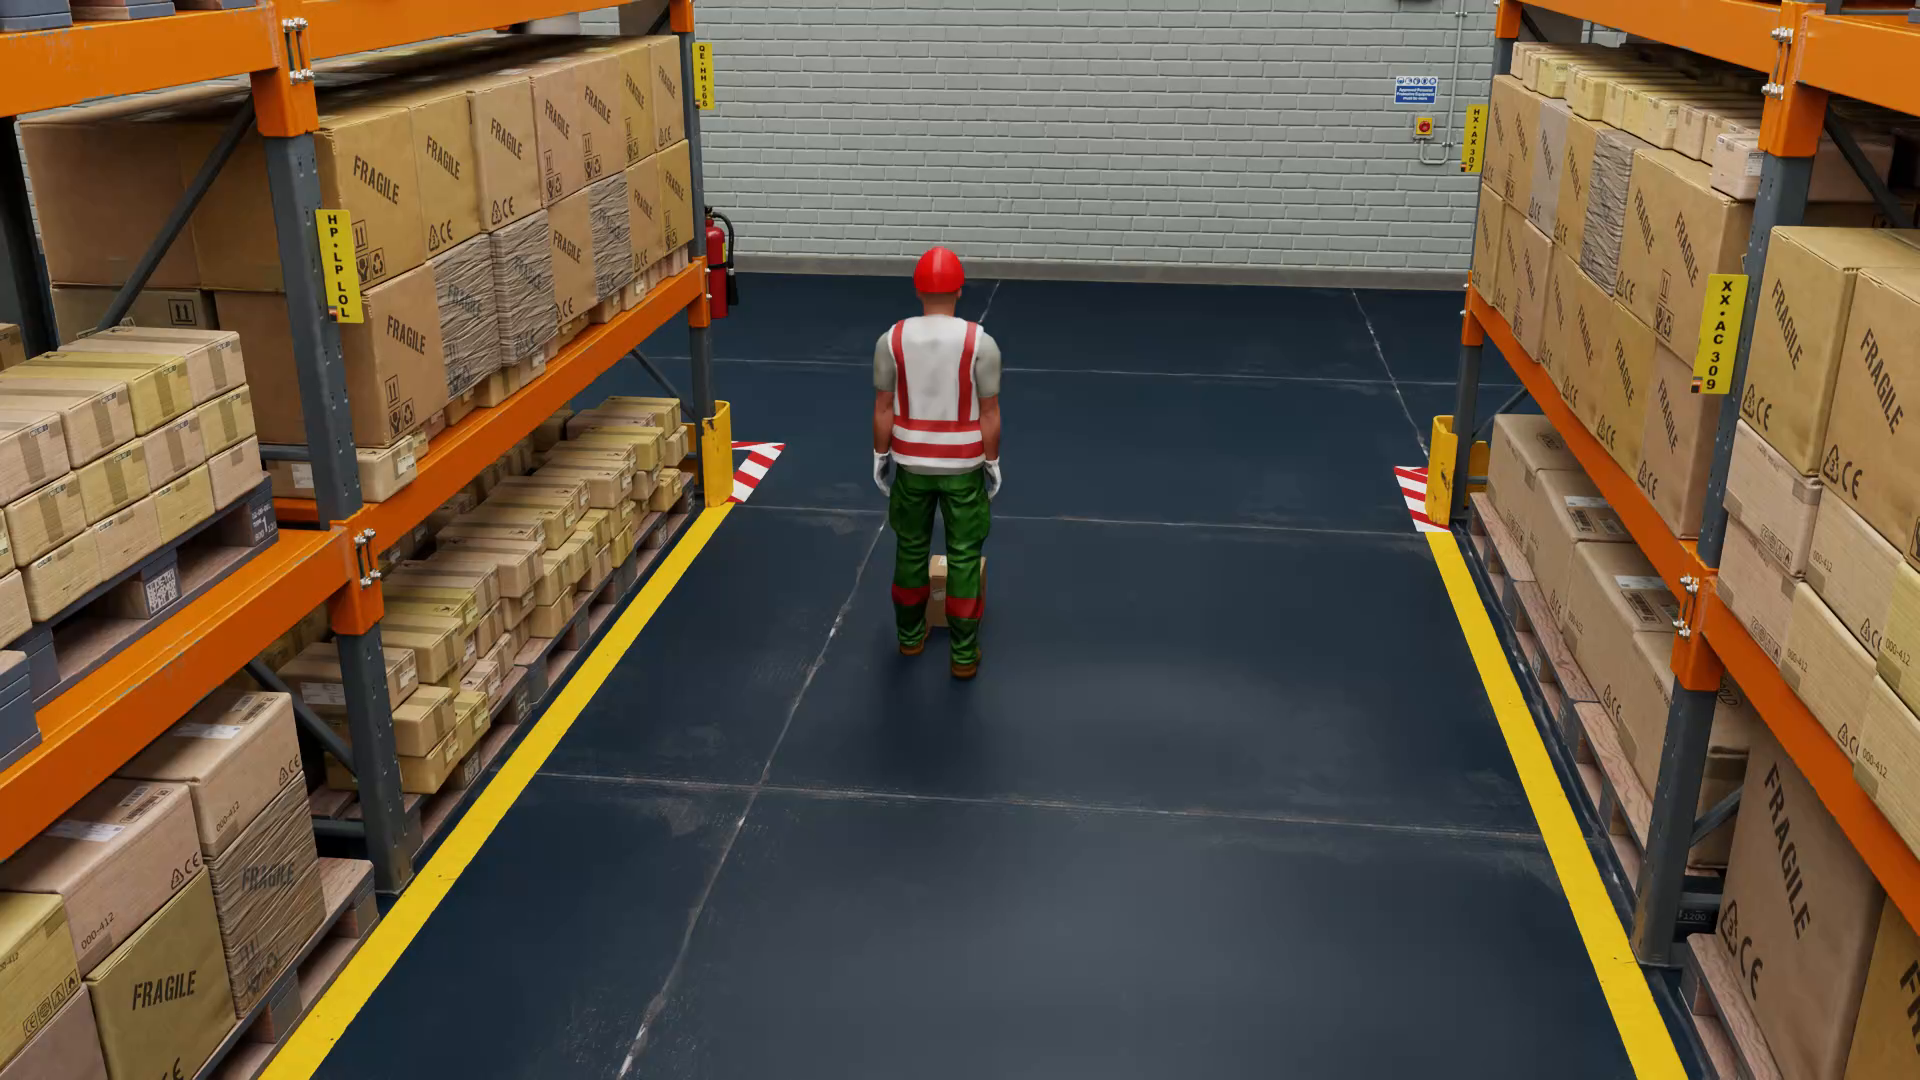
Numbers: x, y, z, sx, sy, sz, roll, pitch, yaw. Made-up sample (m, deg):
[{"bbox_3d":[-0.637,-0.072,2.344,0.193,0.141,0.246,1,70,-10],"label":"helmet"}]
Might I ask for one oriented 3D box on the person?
[{"bbox_3d":[-0.085,-0.338,6.926,0.537,1.796,0.509,3,21,7],"label":"person"}]
